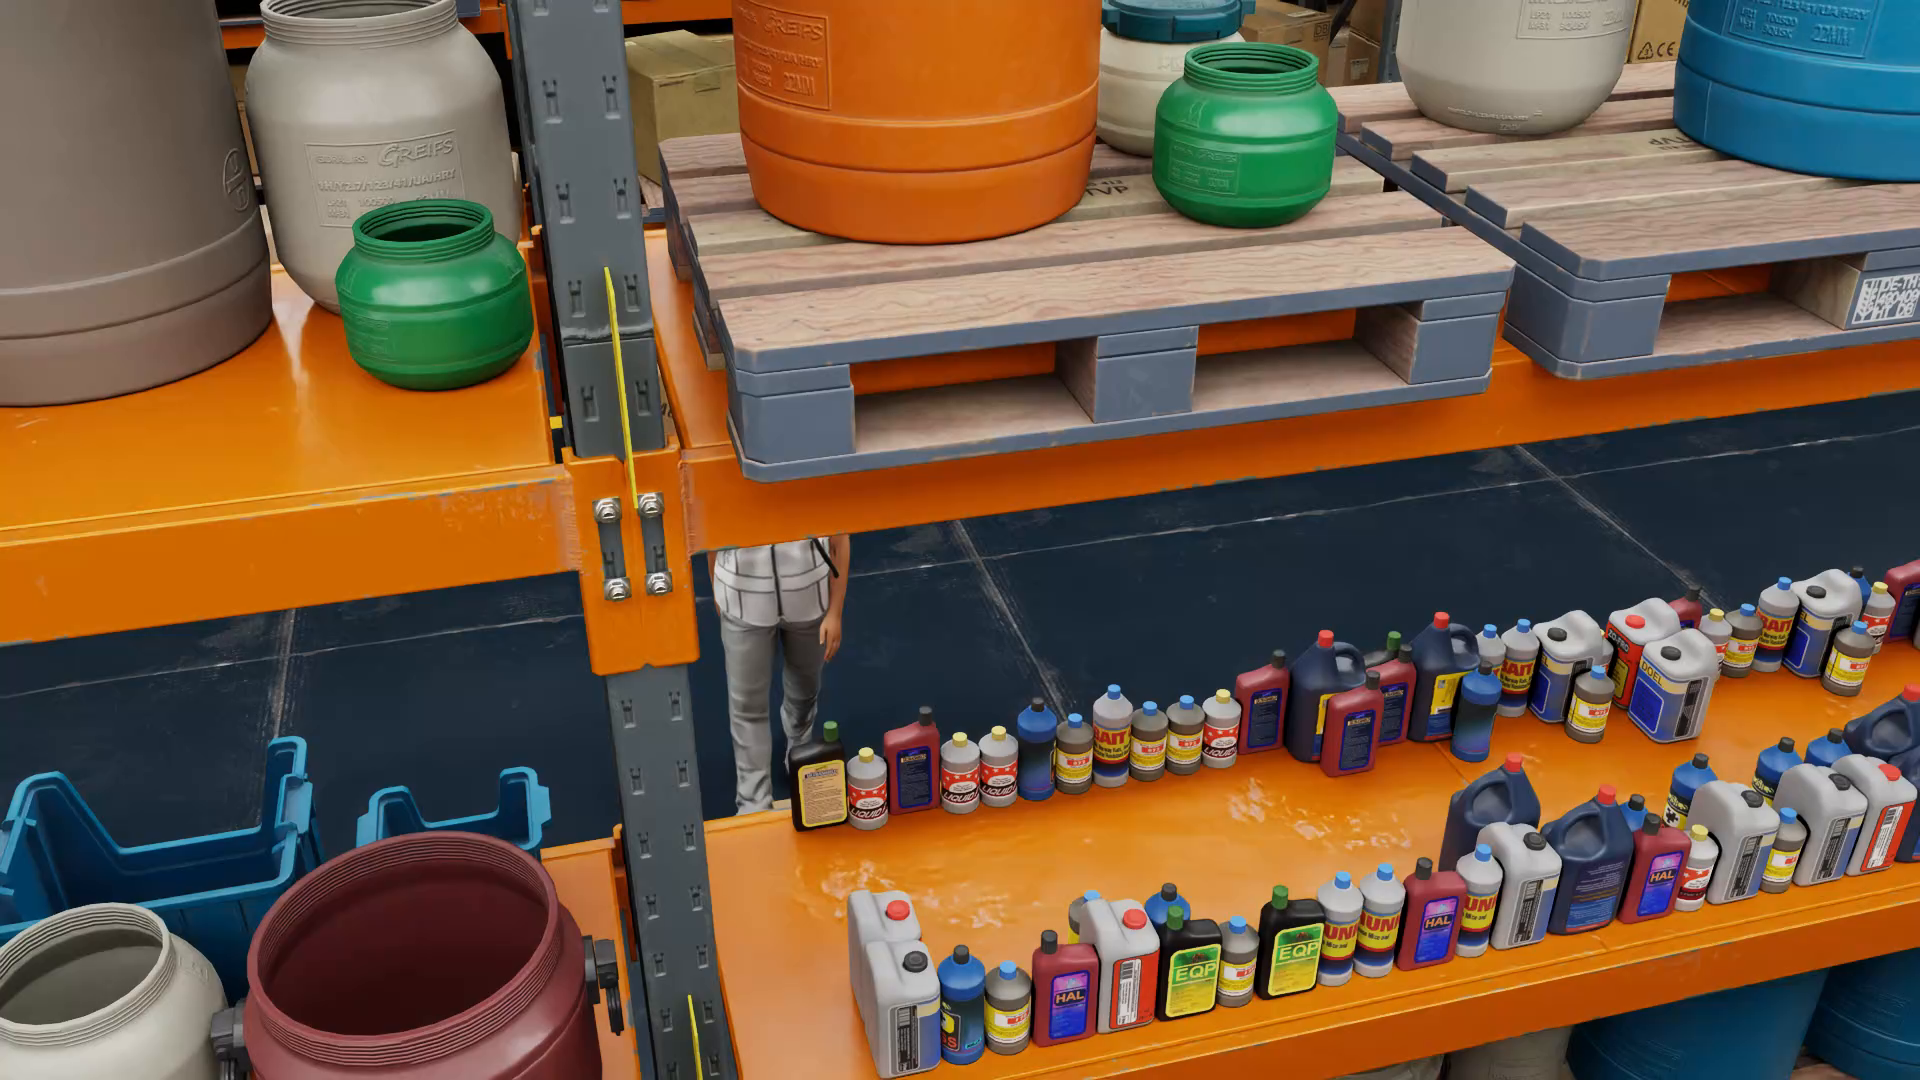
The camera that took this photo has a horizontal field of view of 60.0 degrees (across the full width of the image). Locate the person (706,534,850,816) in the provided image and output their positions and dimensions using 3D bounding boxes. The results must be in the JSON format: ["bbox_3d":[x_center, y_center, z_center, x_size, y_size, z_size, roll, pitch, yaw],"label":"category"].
[{"bbox_3d":[-0.600,0.267,5.656,0.484,1.625,0.922,-5,31,-9],"label":"person"}]
